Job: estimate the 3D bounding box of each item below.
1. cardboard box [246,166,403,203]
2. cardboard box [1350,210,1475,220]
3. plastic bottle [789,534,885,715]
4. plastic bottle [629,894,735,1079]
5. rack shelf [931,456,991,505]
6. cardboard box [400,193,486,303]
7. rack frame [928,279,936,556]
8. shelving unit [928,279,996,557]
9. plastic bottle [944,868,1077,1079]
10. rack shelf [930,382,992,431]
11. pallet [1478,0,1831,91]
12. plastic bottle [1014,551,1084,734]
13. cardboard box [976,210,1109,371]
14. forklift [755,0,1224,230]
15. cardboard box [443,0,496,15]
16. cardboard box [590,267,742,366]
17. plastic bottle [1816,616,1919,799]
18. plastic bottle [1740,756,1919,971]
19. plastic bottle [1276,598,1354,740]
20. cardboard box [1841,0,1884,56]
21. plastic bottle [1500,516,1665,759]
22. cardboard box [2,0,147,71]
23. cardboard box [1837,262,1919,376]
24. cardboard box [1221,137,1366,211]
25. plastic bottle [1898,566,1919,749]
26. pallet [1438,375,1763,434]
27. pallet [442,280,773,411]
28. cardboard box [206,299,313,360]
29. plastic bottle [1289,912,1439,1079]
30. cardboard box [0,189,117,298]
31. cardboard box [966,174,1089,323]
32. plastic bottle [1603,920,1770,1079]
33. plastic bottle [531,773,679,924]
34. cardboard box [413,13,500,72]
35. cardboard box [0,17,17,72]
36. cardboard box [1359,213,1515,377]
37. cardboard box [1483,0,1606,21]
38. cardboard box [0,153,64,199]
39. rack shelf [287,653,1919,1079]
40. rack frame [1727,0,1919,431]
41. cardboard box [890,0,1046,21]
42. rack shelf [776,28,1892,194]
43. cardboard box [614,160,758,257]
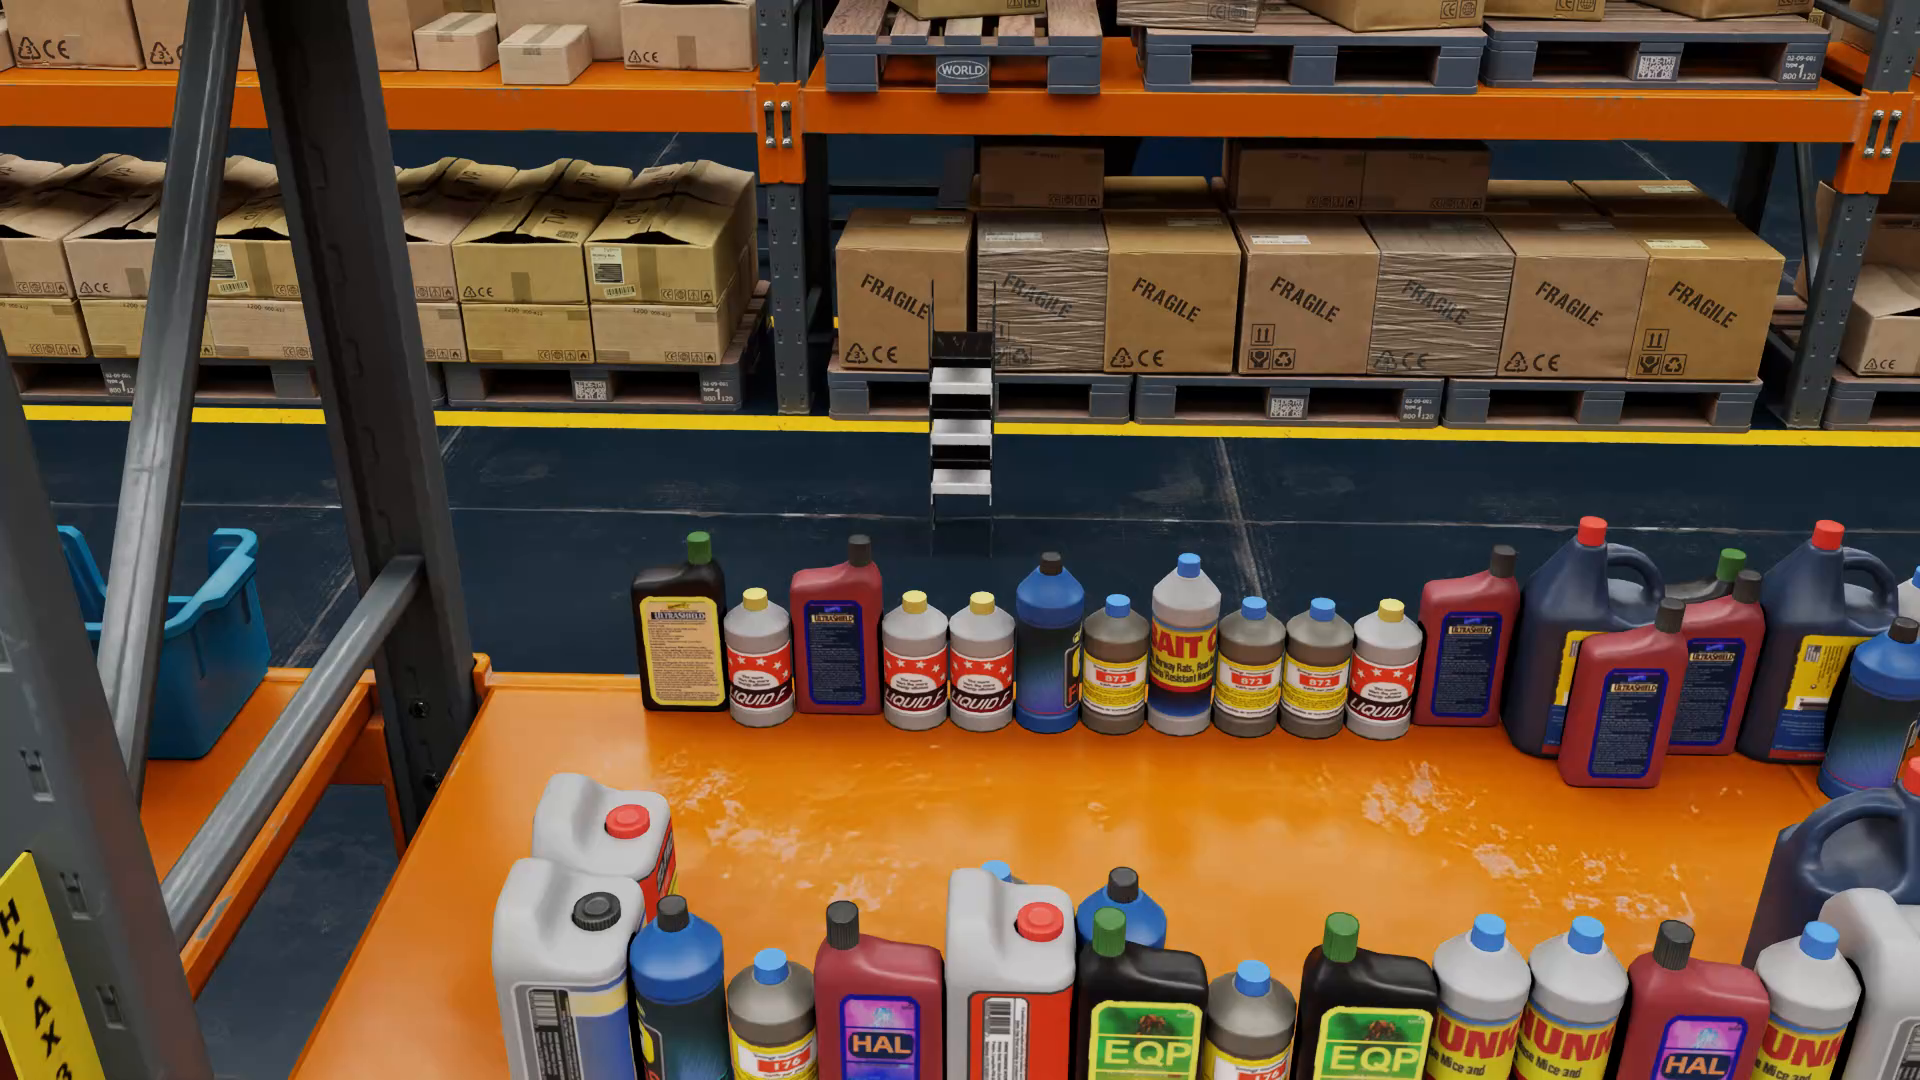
[{"bbox_3d":[-2.713,-1.444,7.161,0.500,0.311,0.500,1,28,1],"label":"cardboard box"},{"bbox_3d":[1.839,-1.219,7.046,0.500,0.500,0.500,1,28,2],"label":"cardboard box"},{"bbox_3d":[-0.180,0.123,2.439,0.133,0.283,0.061,1,28,2],"label":"plastic bottle"},{"bbox_3d":[-0.294,0.491,1.758,0.097,0.271,0.097,0,28,0],"label":"plastic bottle"},{"bbox_3d":[0.008,-0.209,5.639,0.200,0.077,0.258,1,28,2],"label":"rack shelf"},{"bbox_3d":[-2.207,-1.184,6.670,0.500,0.311,0.500,1,28,1],"label":"cardboard box"},{"bbox_3d":[-0.093,-0.399,5.542,0.006,0.900,0.240,1,28,2],"label":"rack frame"},{"bbox_3d":[0.008,-0.397,5.539,0.210,0.900,0.258,1,28,2],"label":"shelving unit"},{"bbox_3d":[0.054,0.482,1.771,0.135,0.276,0.152,1,28,2],"label":"plastic bottle"},{"bbox_3d":[0.008,-0.448,5.512,0.200,0.077,0.258,1,28,2],"label":"rack shelf"},{"bbox_3d":[2.551,-1.971,6.470,1.213,0.211,1.003,1,28,2],"label":"pallet"},{"bbox_3d":[0.129,0.142,2.416,0.097,0.271,0.097,0,28,0],"label":"plastic bottle"},{"bbox_3d":[0.317,-1.000,6.633,0.500,0.500,0.500,0,28,0],"label":"cardboard box"},{"bbox_3d":[0.385,-2.823,7.946,3.031,2.935,1.130,1,28,3],"label":"forklift"},{"bbox_3d":[-3.223,-3.543,11.430,0.500,0.500,0.700,0,28,1],"label":"cardboard box"},{"bbox_3d":[-1.186,-0.923,6.775,0.500,0.250,0.500,2,28,3],"label":"cardboard box"},{"bbox_3d":[1.247,0.228,2.254,0.097,0.271,0.097,0,28,0],"label":"plastic bottle"},{"bbox_3d":[1.008,0.395,1.854,0.185,0.351,0.144,1,28,2],"label":"plastic bottle"},{"bbox_3d":[0.519,0.180,2.420,0.097,0.201,0.097,0,28,0],"label":"plastic bottle"},{"bbox_3d":[3.855,-2.147,6.491,0.500,0.500,0.500,1,28,3],"label":"cardboard box"},{"bbox_3d":[0.889,0.131,2.353,0.185,0.351,0.144,1,28,2],"label":"plastic bottle"},{"bbox_3d":[-3.355,-2.139,6.475,0.500,0.500,0.500,3,28,5],"label":"cardboard box"},{"bbox_3d":[3.758,-0.890,6.626,0.500,0.311,0.500,1,28,2],"label":"cardboard box"},{"bbox_3d":[1.371,-1.559,6.887,0.500,0.250,0.500,0,28,1],"label":"cardboard box"},{"bbox_3d":[1.349,0.163,2.378,0.097,0.271,0.097,0,28,0],"label":"plastic bottle"},{"bbox_3d":[2.532,-0.755,6.949,1.213,0.211,1.003,1,28,2],"label":"pallet"},{"bbox_3d":[-1.473,-0.857,7.142,1.213,0.211,1.003,1,28,2],"label":"pallet"},{"bbox_3d":[-2.718,-0.946,6.820,0.500,0.250,0.500,1,28,3],"label":"cardboard box"},{"bbox_3d":[0.417,0.506,1.717,0.133,0.283,0.061,1,28,2],"label":"plastic bottle"},{"bbox_3d":[-3.744,-1.208,6.715,0.500,0.311,0.500,1,28,1],"label":"cardboard box"},{"bbox_3d":[0.292,-1.242,7.089,0.500,0.500,0.500,2,28,4],"label":"cardboard box"},{"bbox_3d":[0.744,0.511,1.707,0.133,0.283,0.061,1,28,2],"label":"plastic bottle"},{"bbox_3d":[-0.403,0.403,1.919,0.135,0.276,0.152,1,28,2],"label":"plastic bottle"},{"bbox_3d":[-1.928,-1.941,6.477,0.250,0.149,0.380,3,28,6],"label":"cardboard box"},{"bbox_3d":[-3.770,-1.902,6.404,0.250,0.149,0.380,1,28,2],"label":"cardboard box"},{"bbox_3d":[1.848,-0.976,6.587,0.500,0.500,0.500,1,28,2],"label":"cardboard box"},{"bbox_3d":[2.191,-2.315,6.360,0.500,0.500,0.700,5,28,10],"label":"cardboard box"},{"bbox_3d":[-4.234,-1.470,7.208,0.500,0.311,0.500,1,28,2],"label":"cardboard box"},{"bbox_3d":[1.169,0.612,2.161,4.000,0.370,1.077,1,28,2],"label":"rack shelf"},{"bbox_3d":[3.346,-1.991,6.304,0.127,3.000,1.000,1,28,2],"label":"rack frame"},{"bbox_3d":[-0.018,-2.330,6.387,0.500,0.500,0.700,-8,29,-15],"label":"cardboard box"},{"bbox_3d":[1.347,-1.707,6.535,4.000,0.370,1.077,1,28,2],"label":"rack shelf"},{"bbox_3d":[-1.164,-1.422,7.119,0.500,0.311,0.500,2,28,4],"label":"cardboard box"}]
